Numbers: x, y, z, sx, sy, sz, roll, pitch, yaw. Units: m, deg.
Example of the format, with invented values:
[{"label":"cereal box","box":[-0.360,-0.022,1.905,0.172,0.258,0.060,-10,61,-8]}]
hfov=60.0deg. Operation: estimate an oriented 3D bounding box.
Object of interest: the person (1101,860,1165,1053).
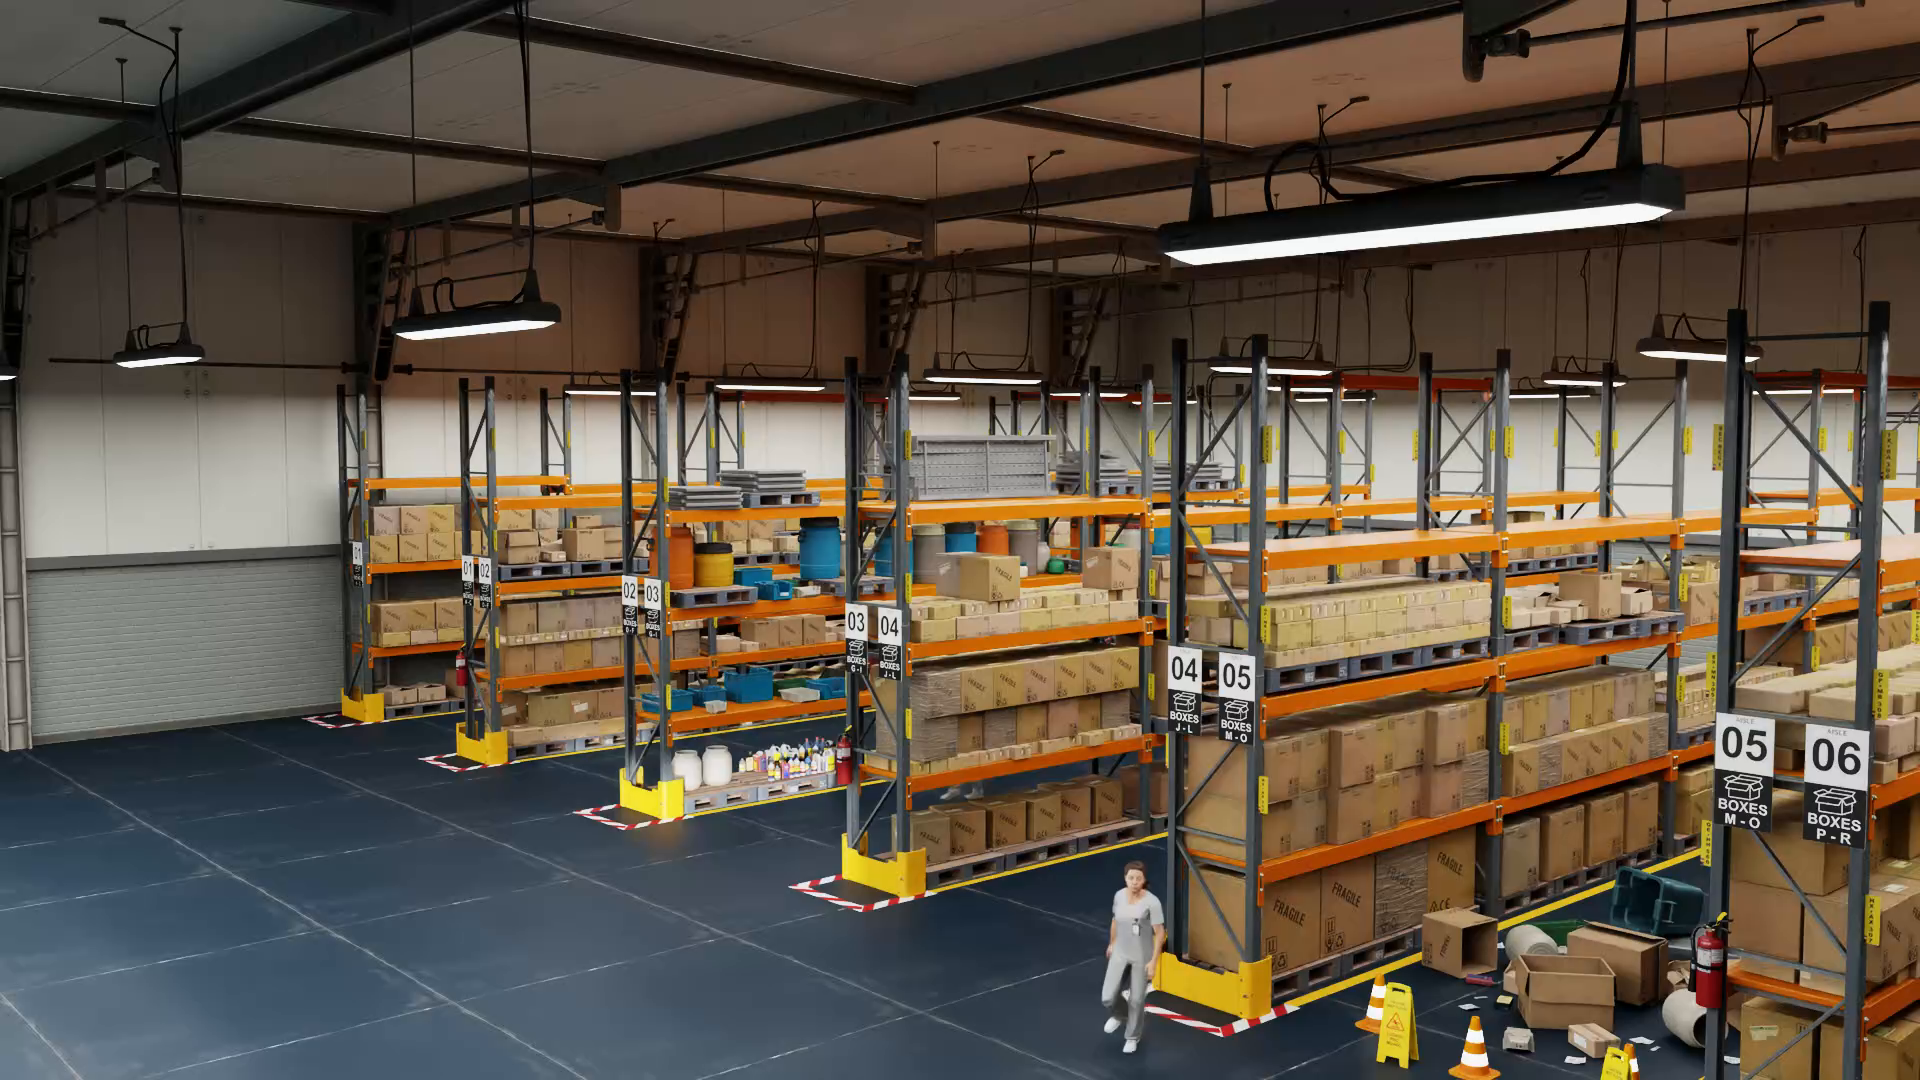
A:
[{"label":"person","box":[1.439,3.444,13.770,0.566,1.647,0.544,2,4,22]}]

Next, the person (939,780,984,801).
[{"label":"person","box":[0.044,2.800,23.113,0.768,1.720,0.673,-3,5,-41]}]
